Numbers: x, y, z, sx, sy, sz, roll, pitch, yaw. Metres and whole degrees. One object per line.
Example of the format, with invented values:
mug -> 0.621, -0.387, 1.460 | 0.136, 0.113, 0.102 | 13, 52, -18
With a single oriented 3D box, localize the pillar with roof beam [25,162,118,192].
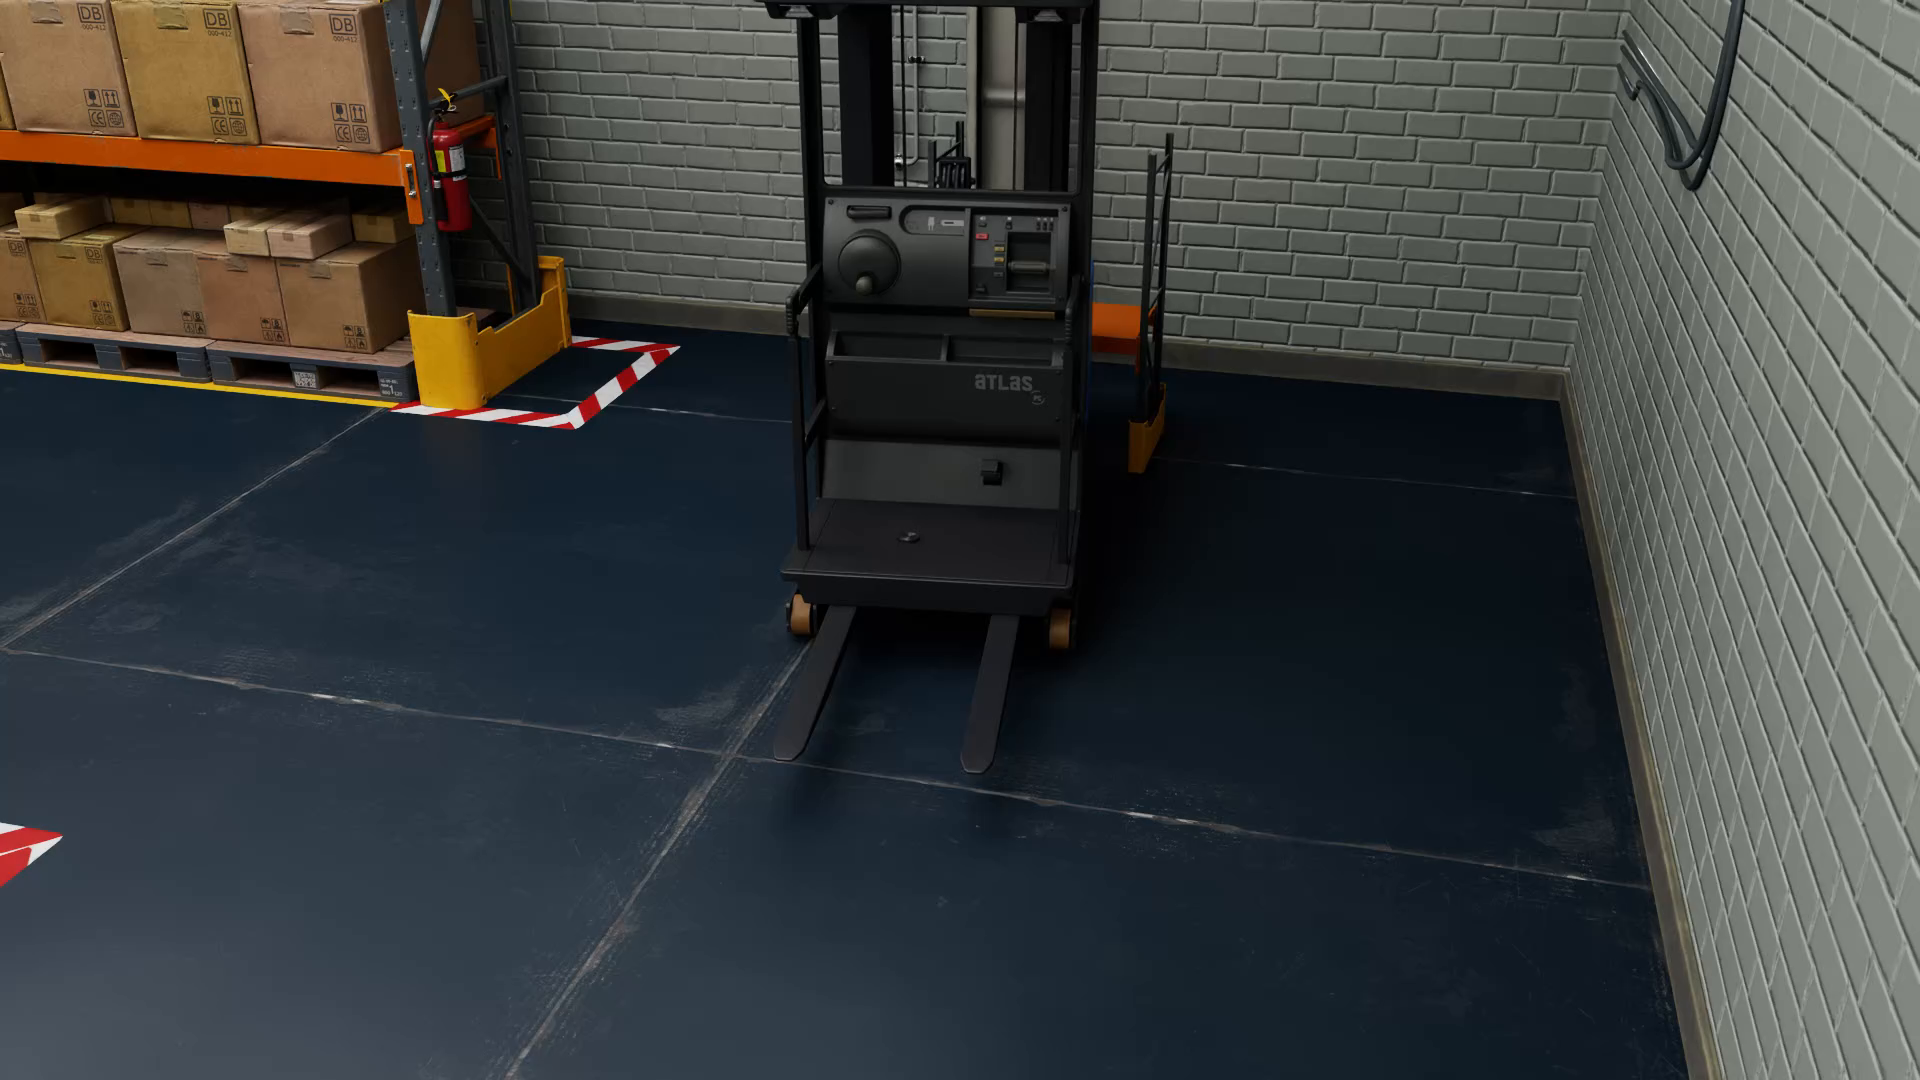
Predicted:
pillar with roof beam -> -6.622, -3.918, 5.010 | 0.400, 9.000, 9.100 | 6, 26, 13

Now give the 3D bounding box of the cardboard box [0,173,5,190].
cardboard box -> -5.835, -2.045, 9.721 | 0.250, 0.149, 0.380 | 6, 26, 13

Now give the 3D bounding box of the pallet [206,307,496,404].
pallet -> -3.363, -1.082, 9.277 | 1.213, 0.211, 1.003 | 6, 26, 13

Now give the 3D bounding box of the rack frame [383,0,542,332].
rack frame -> -2.569, -2.288, 8.566 | 0.127, 3.000, 1.000 | 6, 26, 13

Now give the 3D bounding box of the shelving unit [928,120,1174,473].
shelving unit -> 0.433, -1.179, 7.982 | 1.083, 1.500, 0.587 | 7, 26, 15

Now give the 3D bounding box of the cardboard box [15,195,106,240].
cardboard box -> -4.952, -1.779, 9.161 | 0.250, 0.149, 0.380 | 6, 26, 12

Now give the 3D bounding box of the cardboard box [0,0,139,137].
cardboard box -> -4.509, -2.632, 8.941 | 0.700, 0.700, 0.980 | 5, 26, 10

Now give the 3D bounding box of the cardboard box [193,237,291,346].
cardboard box -> -3.756, -1.436, 9.195 | 0.500, 0.500, 0.700 | 6, 26, 13

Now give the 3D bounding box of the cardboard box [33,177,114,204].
cardboard box -> -5.069, -1.962, 9.546 | 0.250, 0.149, 0.380 | 5, 26, 11

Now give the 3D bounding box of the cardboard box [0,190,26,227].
cardboard box -> -5.458, -1.835, 9.279 | 0.250, 0.149, 0.380 | 7, 26, 15

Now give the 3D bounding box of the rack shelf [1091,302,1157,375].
rack shelf -> 0.425, -1.018, 8.061 | 1.000, 0.185, 0.538 | 7, 26, 15

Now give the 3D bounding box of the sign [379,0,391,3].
sign -> -2.717, -2.693, 7.795 | 0.005, 0.325, 0.100 | 6, 26, 13

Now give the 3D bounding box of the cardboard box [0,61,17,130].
cardboard box -> -5.216, -2.706, 9.096 | 0.700, 0.700, 0.980 | 6, 26, 12

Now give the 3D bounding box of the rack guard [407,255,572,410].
rack guard -> -2.546, -1.157, 9.098 | 0.348, 0.500, 1.175 | 6, 26, 13

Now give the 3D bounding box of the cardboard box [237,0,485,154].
cardboard box -> -3.065, -2.474, 8.607 | 0.700, 0.700, 0.980 | 8, 26, 15

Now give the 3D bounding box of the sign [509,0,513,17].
sign -> -2.425, -2.945, 8.847 | 0.005, 0.325, 0.100 | 6, 26, 13

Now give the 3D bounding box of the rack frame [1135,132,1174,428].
rack frame -> 0.913, -1.119, 7.856 | 0.032, 1.500, 0.500 | 7, 26, 15

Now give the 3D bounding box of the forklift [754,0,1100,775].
forklift -> -0.075, -1.056, 6.059 | 1.130, 2.935, 3.031 | 3, 26, 6

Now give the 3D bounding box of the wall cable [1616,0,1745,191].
wall cable -> 2.820, -2.840, 6.359 | 0.112, 2.526, 3.097 | 6, 26, 13

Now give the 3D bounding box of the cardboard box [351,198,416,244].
cardboard box -> -3.101, -1.745, 9.090 | 0.250, 0.149, 0.380 | 6, 26, 13

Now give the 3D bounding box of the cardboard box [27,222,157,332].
cardboard box -> -4.762, -1.543, 9.421 | 0.500, 0.500, 0.700 | 7, 26, 14

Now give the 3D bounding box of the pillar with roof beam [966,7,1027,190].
pillar with roof beam -> -0.811, -3.275, 3.661 | 0.400, 9.000, 9.100 | 6, 26, 13

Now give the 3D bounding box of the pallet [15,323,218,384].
pallet -> -4.541, -1.213, 9.553 | 1.213, 0.211, 1.003 | 6, 26, 13

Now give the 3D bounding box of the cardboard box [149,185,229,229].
cardboard box -> -4.329, -1.880, 9.374 | 0.250, 0.149, 0.380 | 7, 26, 14

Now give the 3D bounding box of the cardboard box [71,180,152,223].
cardboard box -> -4.824, -1.934, 9.488 | 0.250, 0.149, 0.380 | 7, 26, 14

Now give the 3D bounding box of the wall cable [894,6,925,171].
wall cable -> -1.093, -3.003, 8.887 | 1.851, 1.984, 0.084 | 6, 26, 13

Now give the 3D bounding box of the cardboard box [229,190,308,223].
cardboard box -> -3.834, -1.826, 9.260 | 0.250, 0.149, 0.380 | 7, 26, 13

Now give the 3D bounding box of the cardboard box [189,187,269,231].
cardboard box -> -4.080, -1.853, 9.317 | 0.250, 0.149, 0.380 | 7, 26, 14

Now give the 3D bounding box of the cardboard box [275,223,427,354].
cardboard box -> -3.272, -1.382, 9.083 | 0.500, 0.500, 0.700 | 6, 26, 13

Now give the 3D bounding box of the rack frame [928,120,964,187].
rack frame -> -0.064, -1.241, 8.111 | 0.032, 1.500, 0.500 | 7, 26, 15

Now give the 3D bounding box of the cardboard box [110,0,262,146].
cardboard box -> -3.773, -2.547, 8.761 | 0.700, 0.700, 0.980 | 6, 26, 13

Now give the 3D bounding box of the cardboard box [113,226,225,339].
cardboard box -> -4.244, -1.489, 9.308 | 0.500, 0.500, 0.700 | 5, 26, 11

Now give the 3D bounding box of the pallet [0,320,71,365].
pallet -> -5.726, -1.343, 9.825 | 1.213, 0.211, 1.003 | 6, 26, 13

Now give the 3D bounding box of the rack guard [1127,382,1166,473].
rack guard -> 0.912, -0.555, 8.125 | 0.087, 0.250, 0.587 | 7, 26, 15

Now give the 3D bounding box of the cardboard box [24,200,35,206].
cardboard box -> -5.744, -1.654, 9.655 | 0.500, 0.500, 0.700 | 7, 26, 14

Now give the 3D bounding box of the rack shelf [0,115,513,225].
rack shelf -> -4.506, -2.177, 9.170 | 4.000, 0.370, 1.077 | 6, 26, 13

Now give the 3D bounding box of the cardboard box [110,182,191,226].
cardboard box -> -4.574, -1.907, 9.431 | 0.250, 0.149, 0.380 | 6, 26, 12

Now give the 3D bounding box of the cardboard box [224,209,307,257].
cardboard box -> -3.689, -1.640, 8.870 | 0.250, 0.149, 0.380 | 7, 26, 14

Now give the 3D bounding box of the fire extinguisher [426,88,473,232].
fire extinguisher -> -2.538, -1.876, 8.225 | 0.183, 0.674, 0.296 | 6, 26, 13

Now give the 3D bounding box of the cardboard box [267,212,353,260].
cardboard box -> -3.441, -1.613, 8.813 | 0.250, 0.149, 0.380 | 6, 26, 12

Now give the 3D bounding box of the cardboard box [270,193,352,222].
cardboard box -> -3.592, -1.799, 9.203 | 0.250, 0.149, 0.380 | 6, 26, 13

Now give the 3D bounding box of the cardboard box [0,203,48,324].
cardboard box -> -5.258, -1.599, 9.539 | 0.500, 0.500, 0.700 | 6, 26, 12
